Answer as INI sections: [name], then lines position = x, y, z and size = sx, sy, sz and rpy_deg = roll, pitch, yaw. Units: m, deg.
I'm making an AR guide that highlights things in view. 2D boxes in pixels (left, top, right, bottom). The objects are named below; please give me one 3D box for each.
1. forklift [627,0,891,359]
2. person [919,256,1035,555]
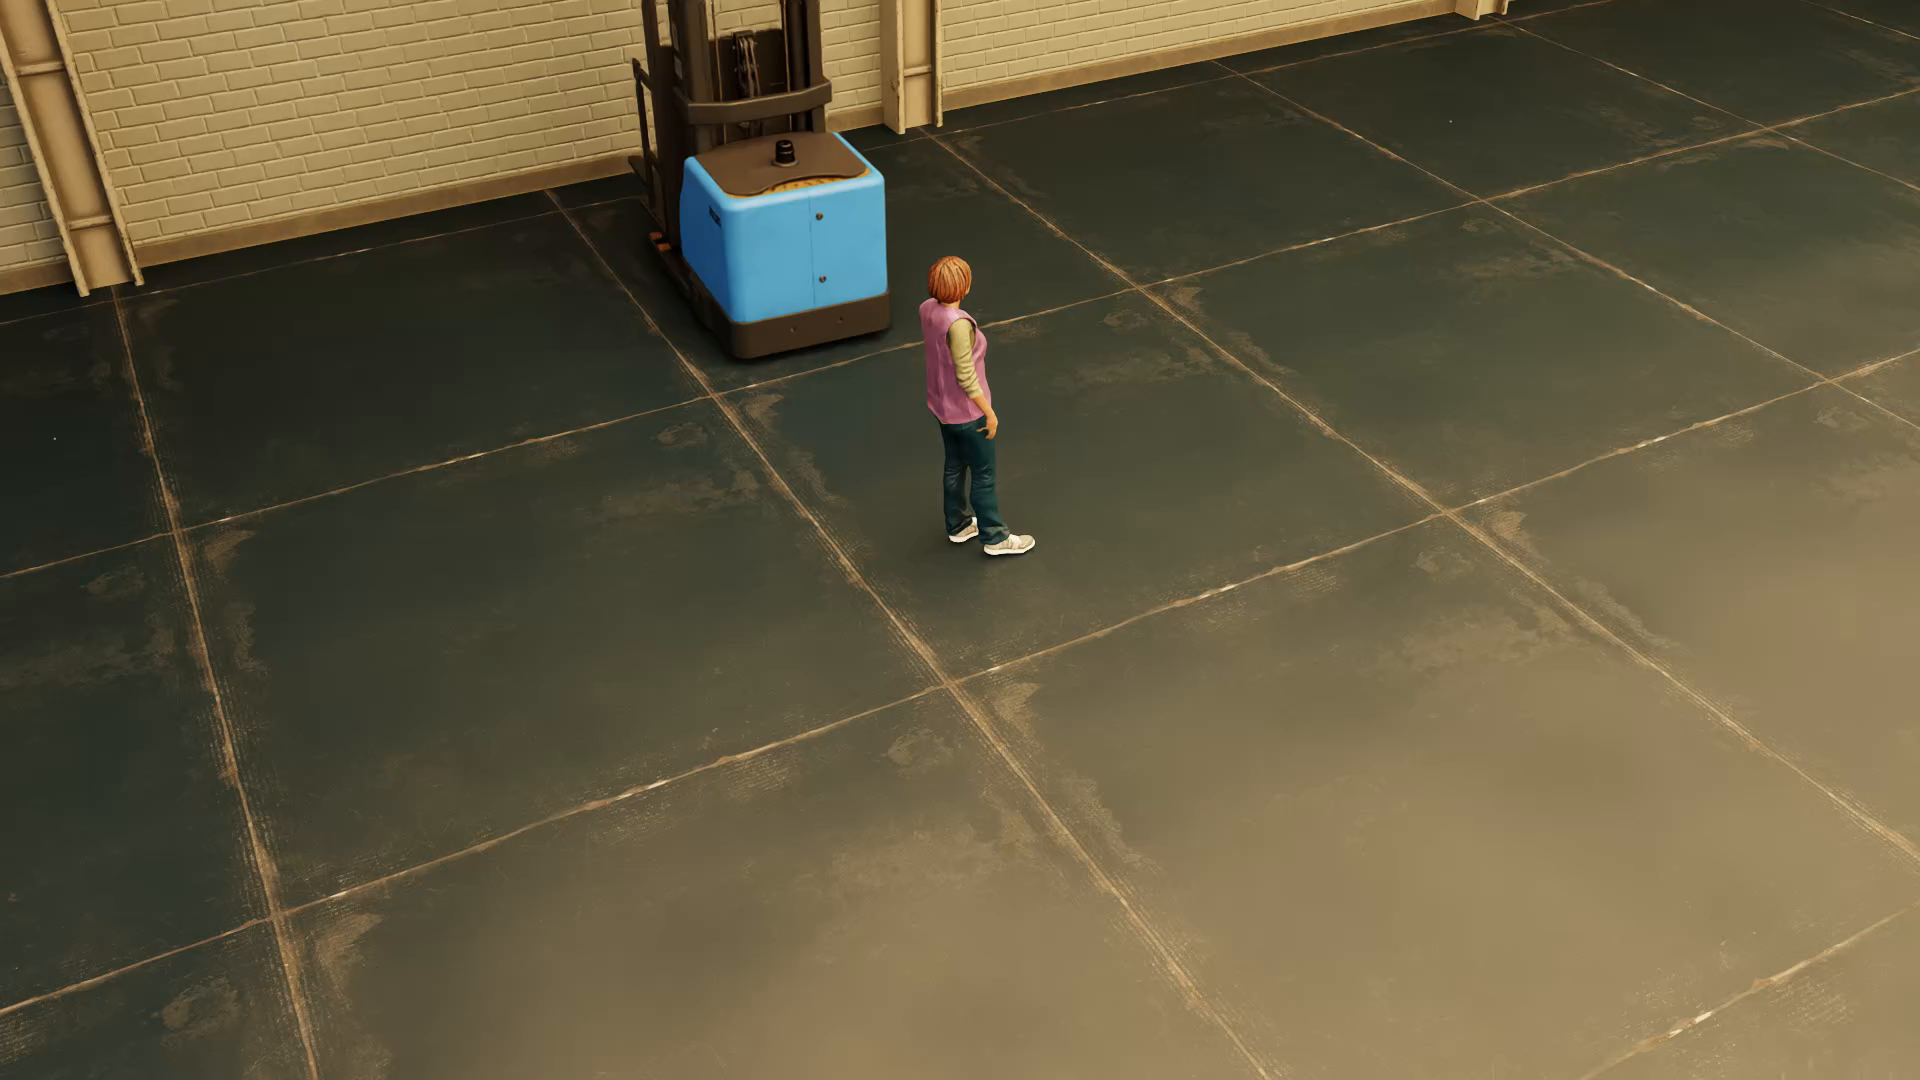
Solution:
[forklift]
position = -1.513, -3.138, 10.562
size = 1.130, 2.935, 3.031
rpy_deg = -15, 38, -20
[person]
position = 0.072, -0.671, 8.216
size = 0.473, 1.599, 0.521
rpy_deg = -17, 39, -23
